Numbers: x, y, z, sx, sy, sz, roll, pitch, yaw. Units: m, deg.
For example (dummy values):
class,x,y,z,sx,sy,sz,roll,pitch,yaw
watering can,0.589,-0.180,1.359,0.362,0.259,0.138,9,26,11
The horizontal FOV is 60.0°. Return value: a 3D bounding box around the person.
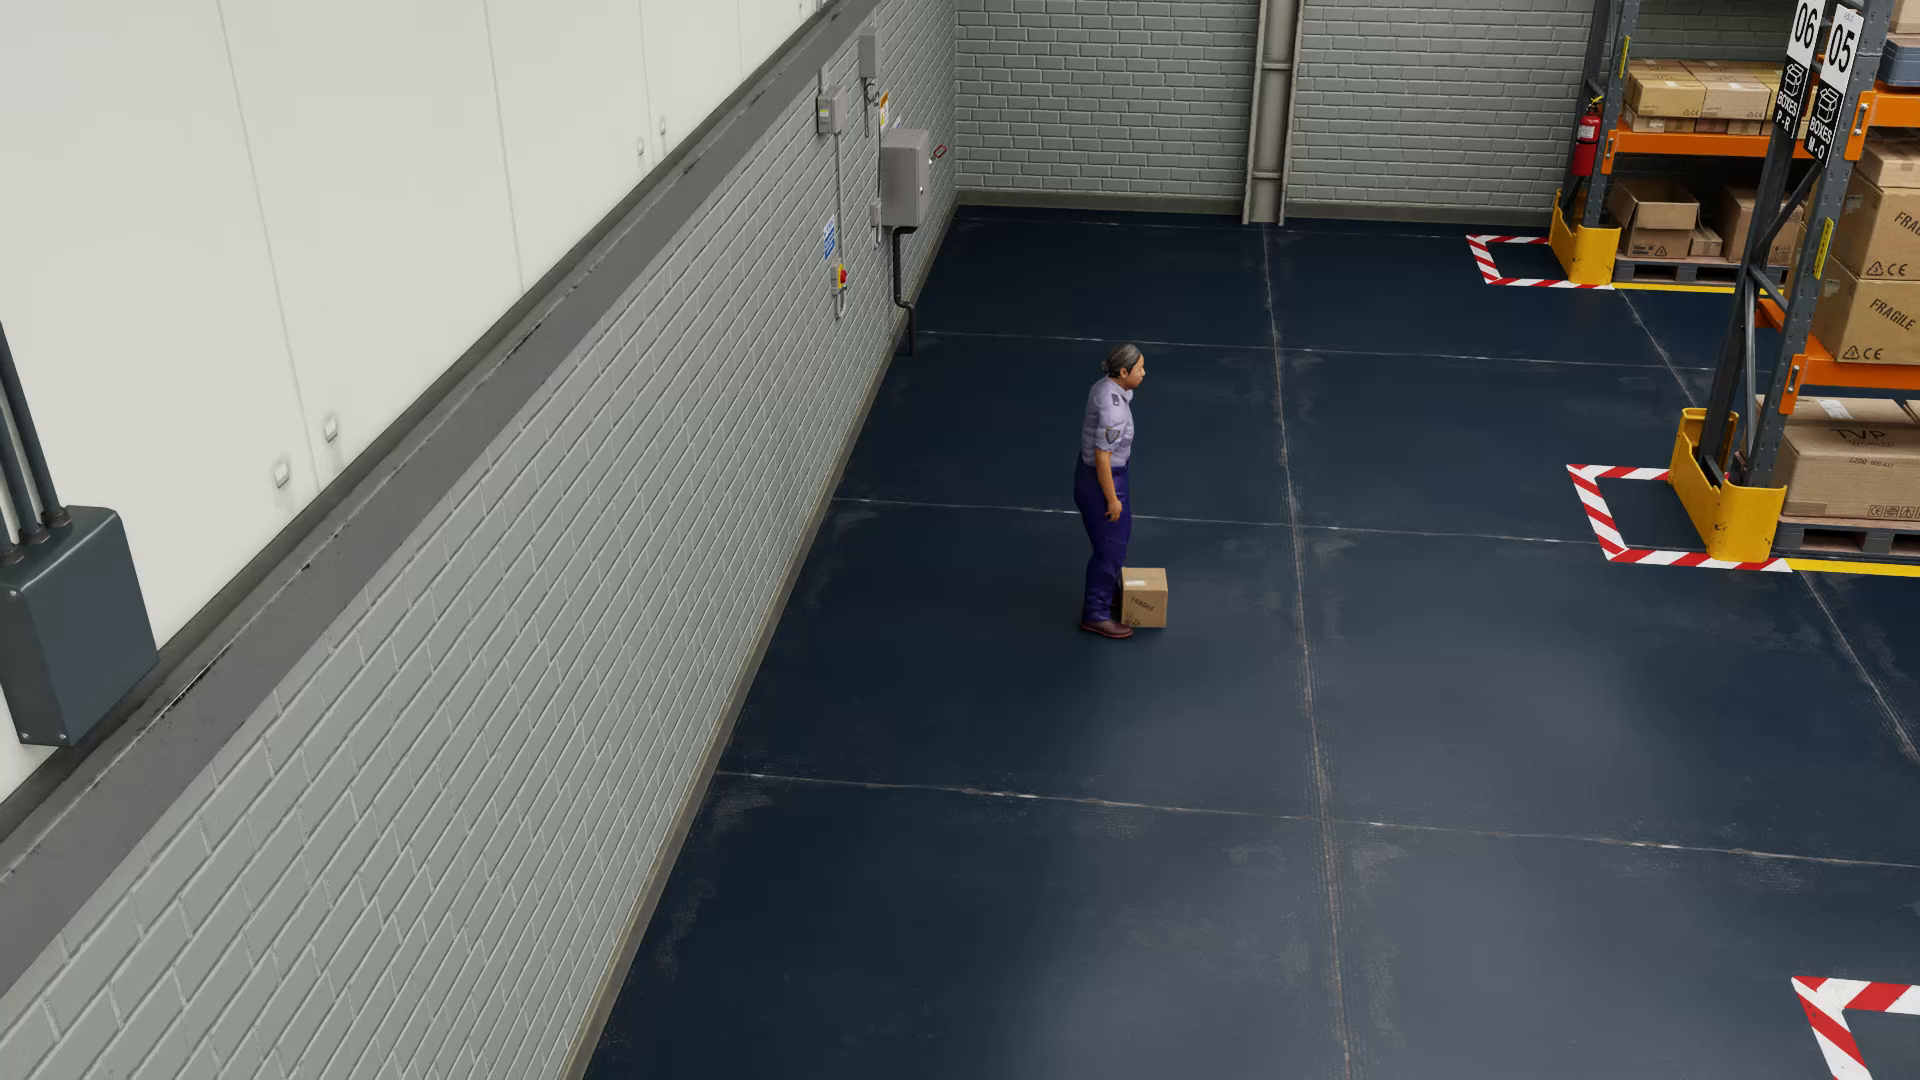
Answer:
class,x,y,z,sx,sy,sz,roll,pitch,yaw
person,0.857,-0.298,9.180,0.392,1.651,0.557,2,29,3
